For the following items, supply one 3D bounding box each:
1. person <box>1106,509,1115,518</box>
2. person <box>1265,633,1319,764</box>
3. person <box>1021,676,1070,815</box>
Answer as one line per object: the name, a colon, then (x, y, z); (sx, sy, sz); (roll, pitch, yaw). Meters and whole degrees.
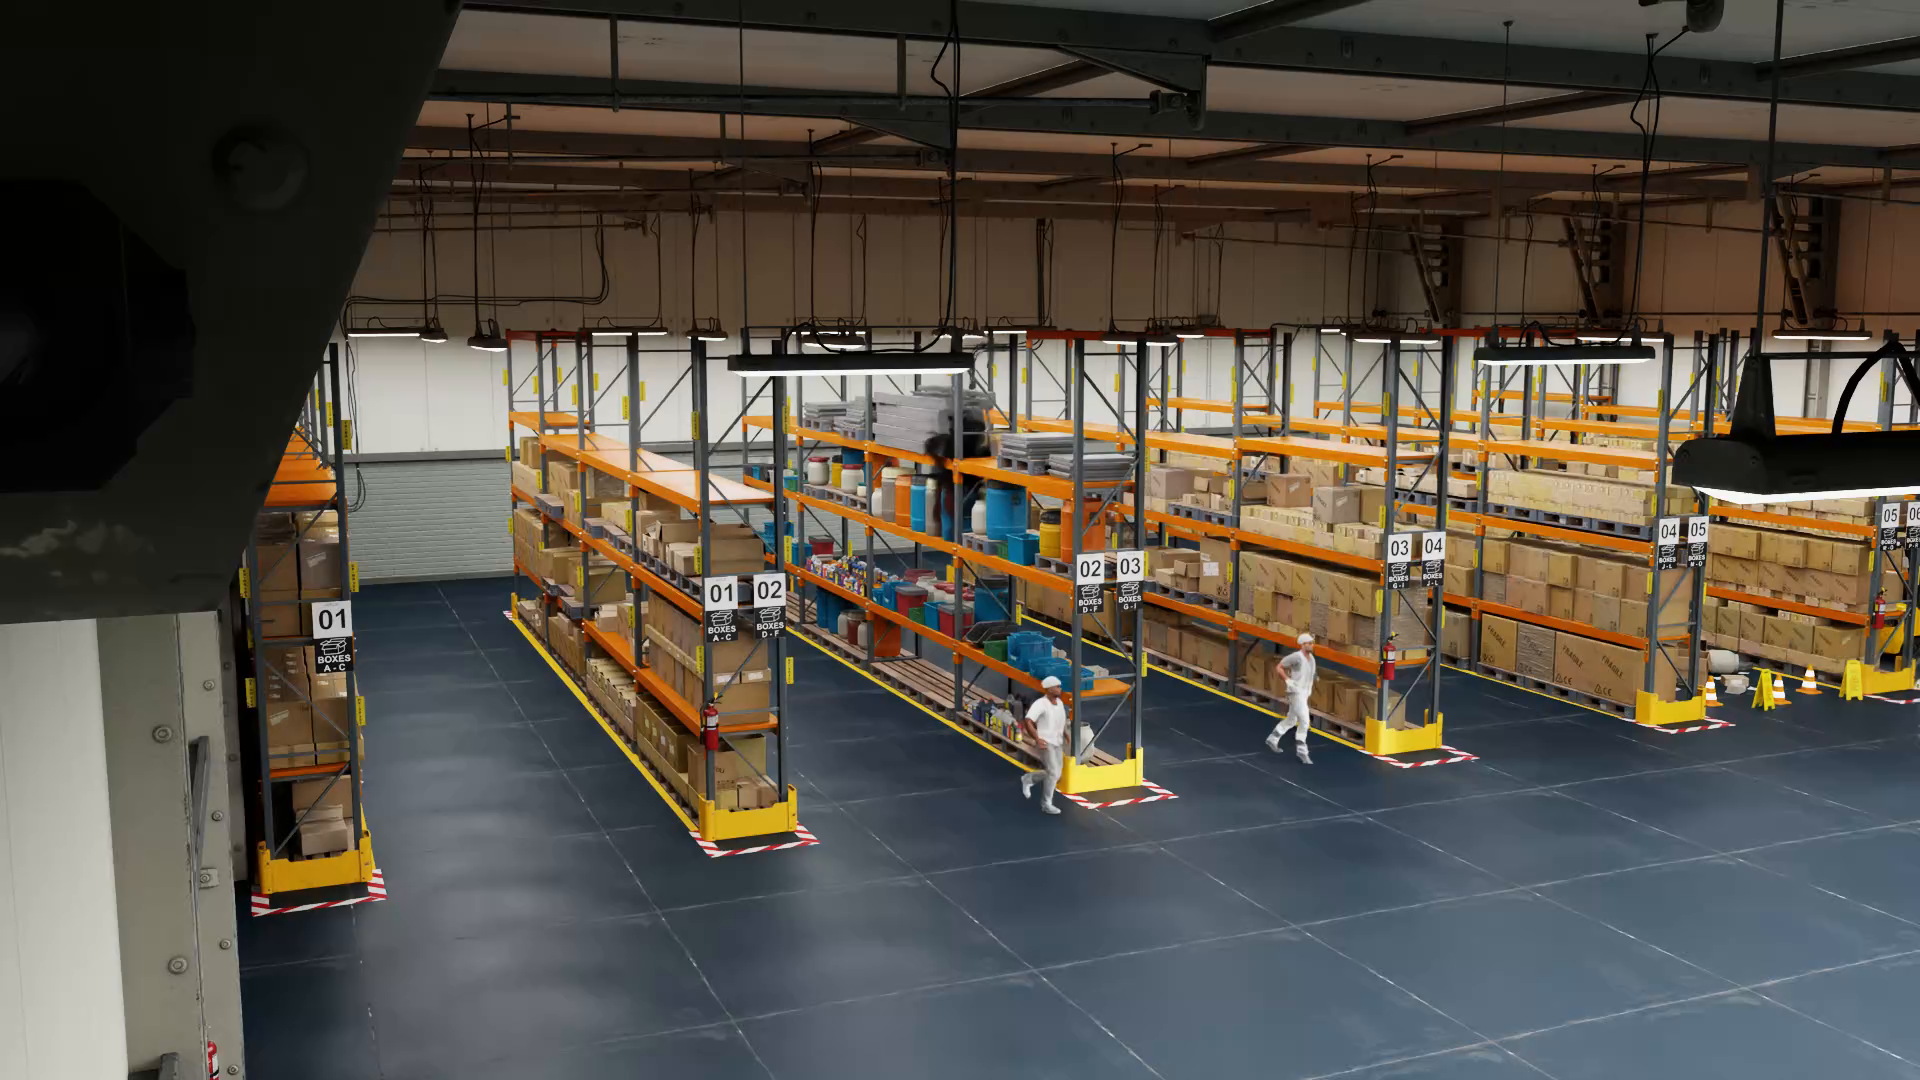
person: (3.518, 0.024, 39.694); (0.653, 1.817, 0.817); (0, 8, 2)
person: (4.831, 2.237, 23.834); (0.805, 1.835, 0.662); (6, 10, 38)
person: (1.108, 2.594, 21.344); (0.696, 1.708, 0.742); (6, 10, 36)
